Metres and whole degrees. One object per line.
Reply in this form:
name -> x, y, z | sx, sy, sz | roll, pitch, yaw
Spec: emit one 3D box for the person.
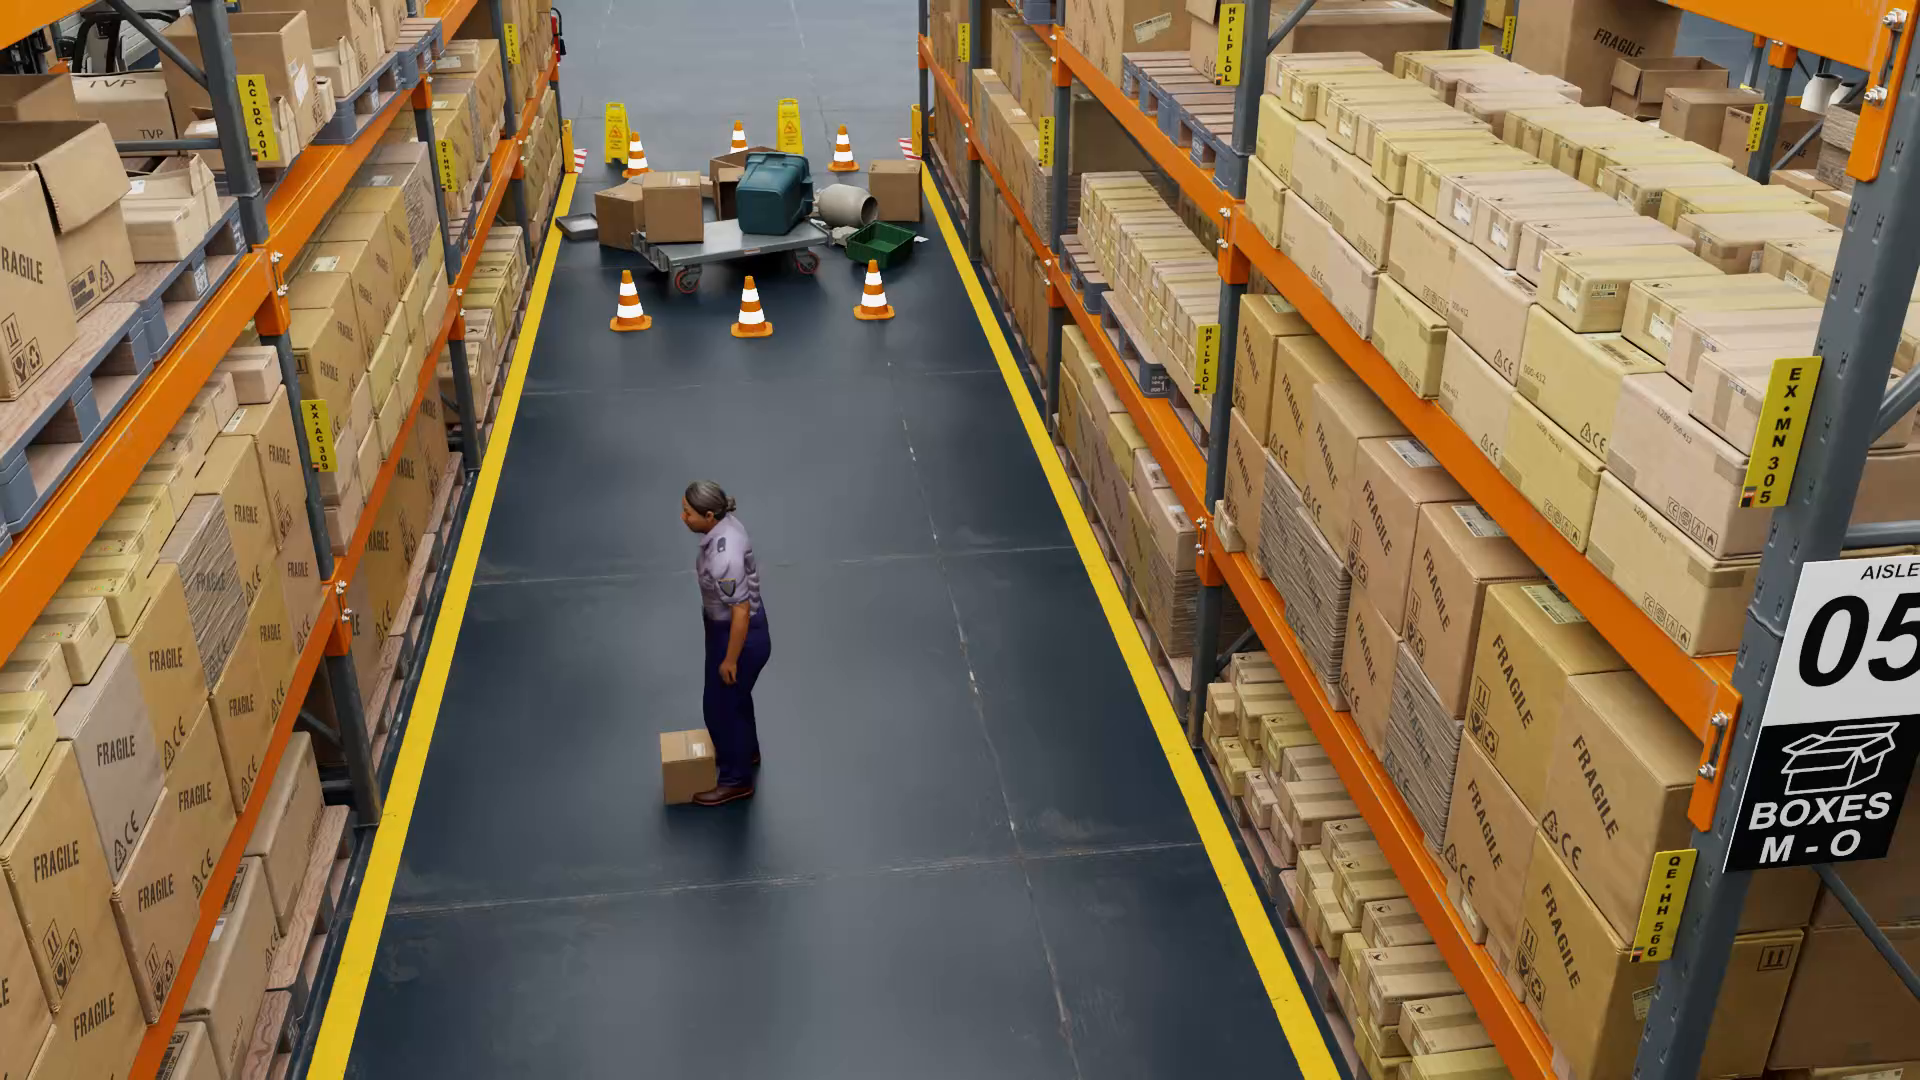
person -> -1.102, 0.457, 7.756 | 0.425, 1.638, 0.551 | -5, 28, -10
